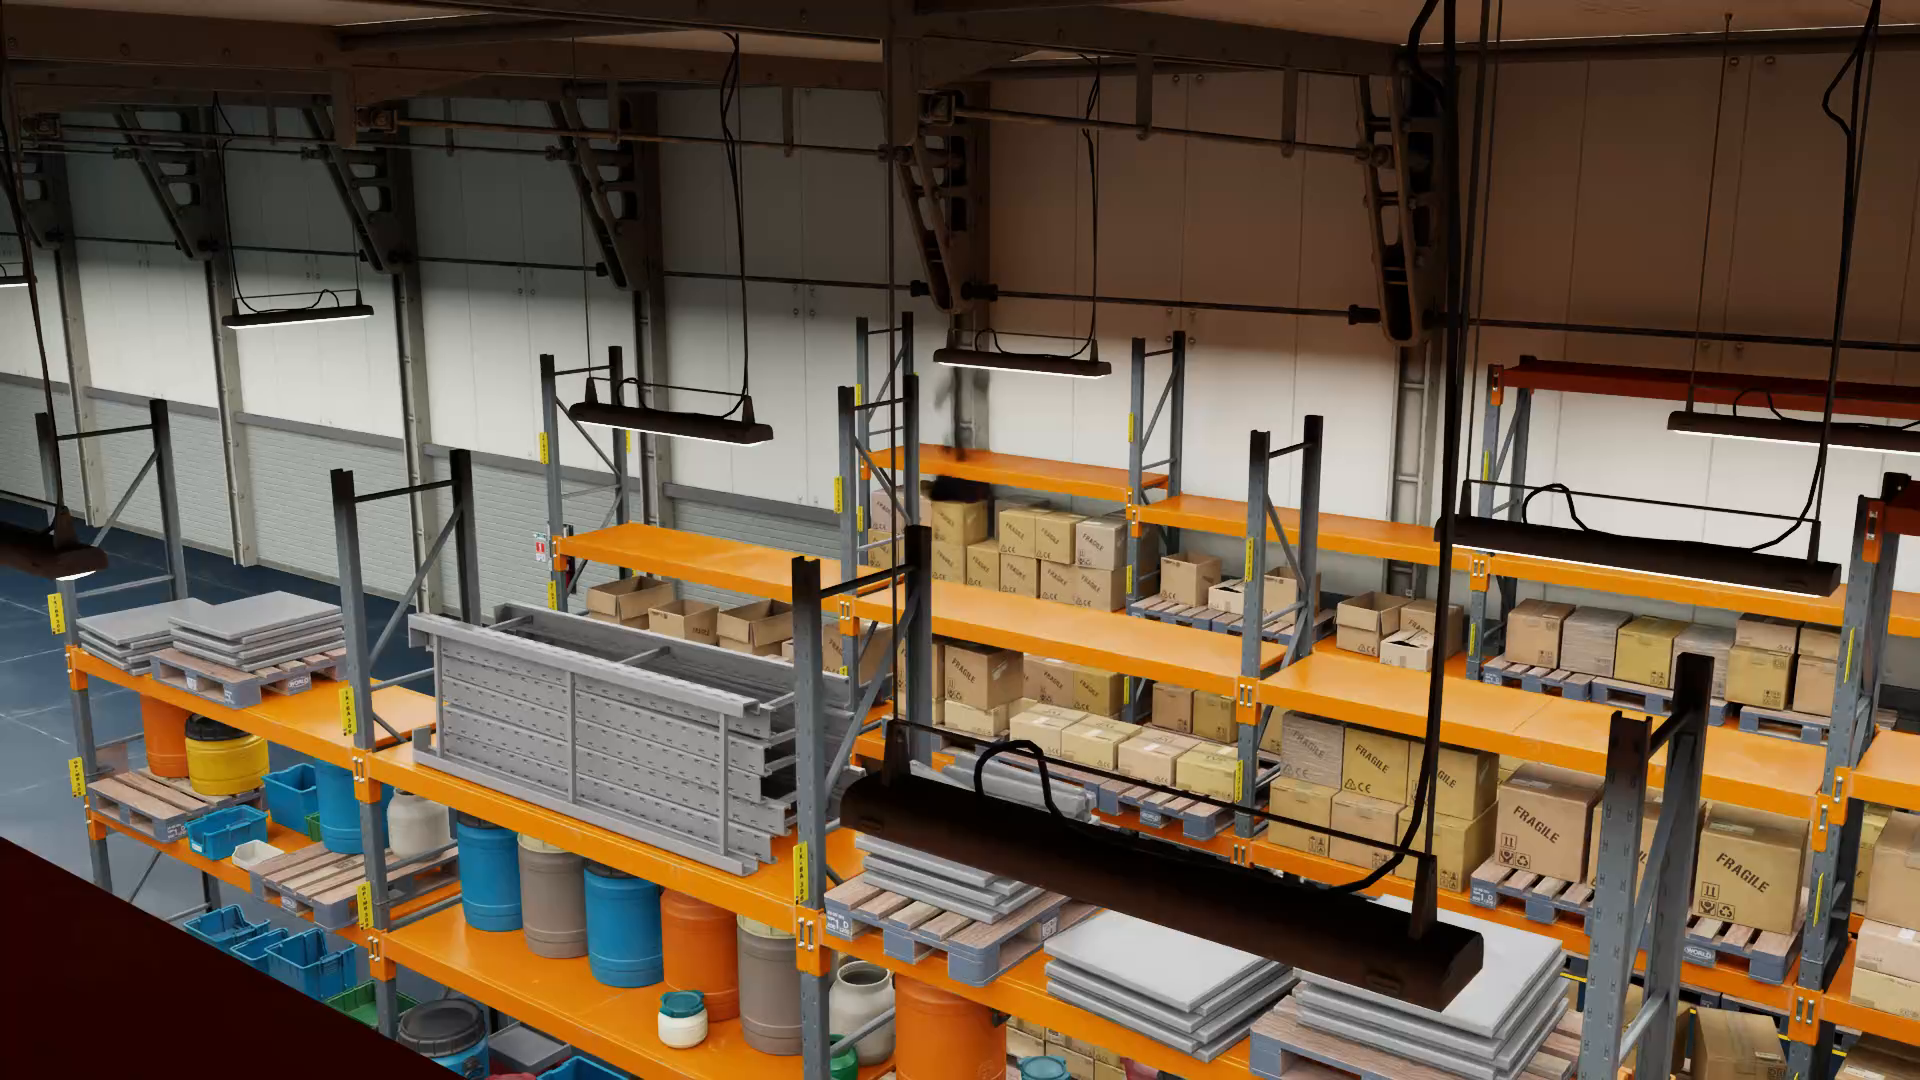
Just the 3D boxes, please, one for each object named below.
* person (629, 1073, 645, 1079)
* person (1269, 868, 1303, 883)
[{"bbox_3d":[-2.398,4.209,13.357,0.824,1.765,0.709,7,15,28],"label":"person"},{"bbox_3d":[3.091,3.654,15.761,0.814,1.786,0.672,7,15,27],"label":"person"}]
